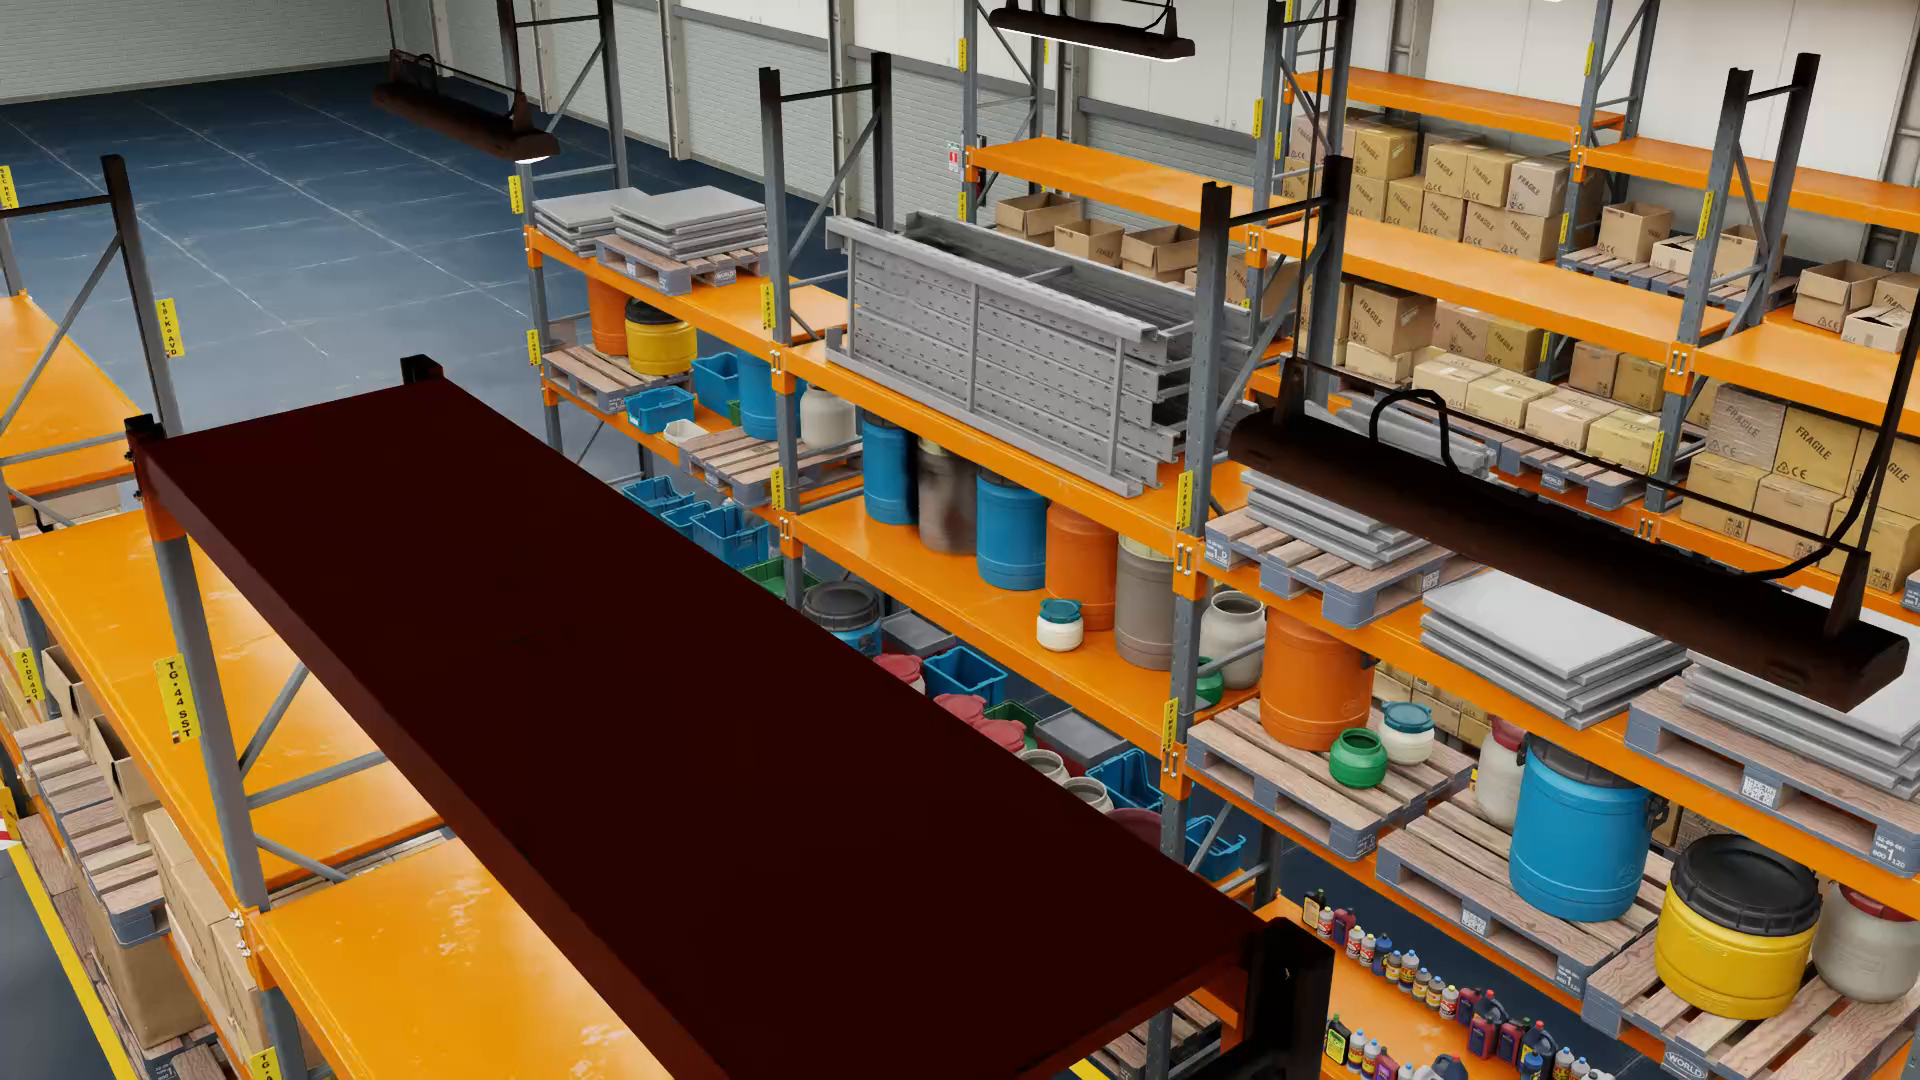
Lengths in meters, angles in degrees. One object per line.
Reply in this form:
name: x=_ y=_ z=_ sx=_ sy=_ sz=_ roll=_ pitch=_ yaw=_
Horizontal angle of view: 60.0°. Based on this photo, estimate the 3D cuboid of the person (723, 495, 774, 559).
person: x=-2.197 y=-0.367 z=17.166 sx=0.502 sy=1.641 sz=0.669 roll=6 pitch=27 yaw=13
